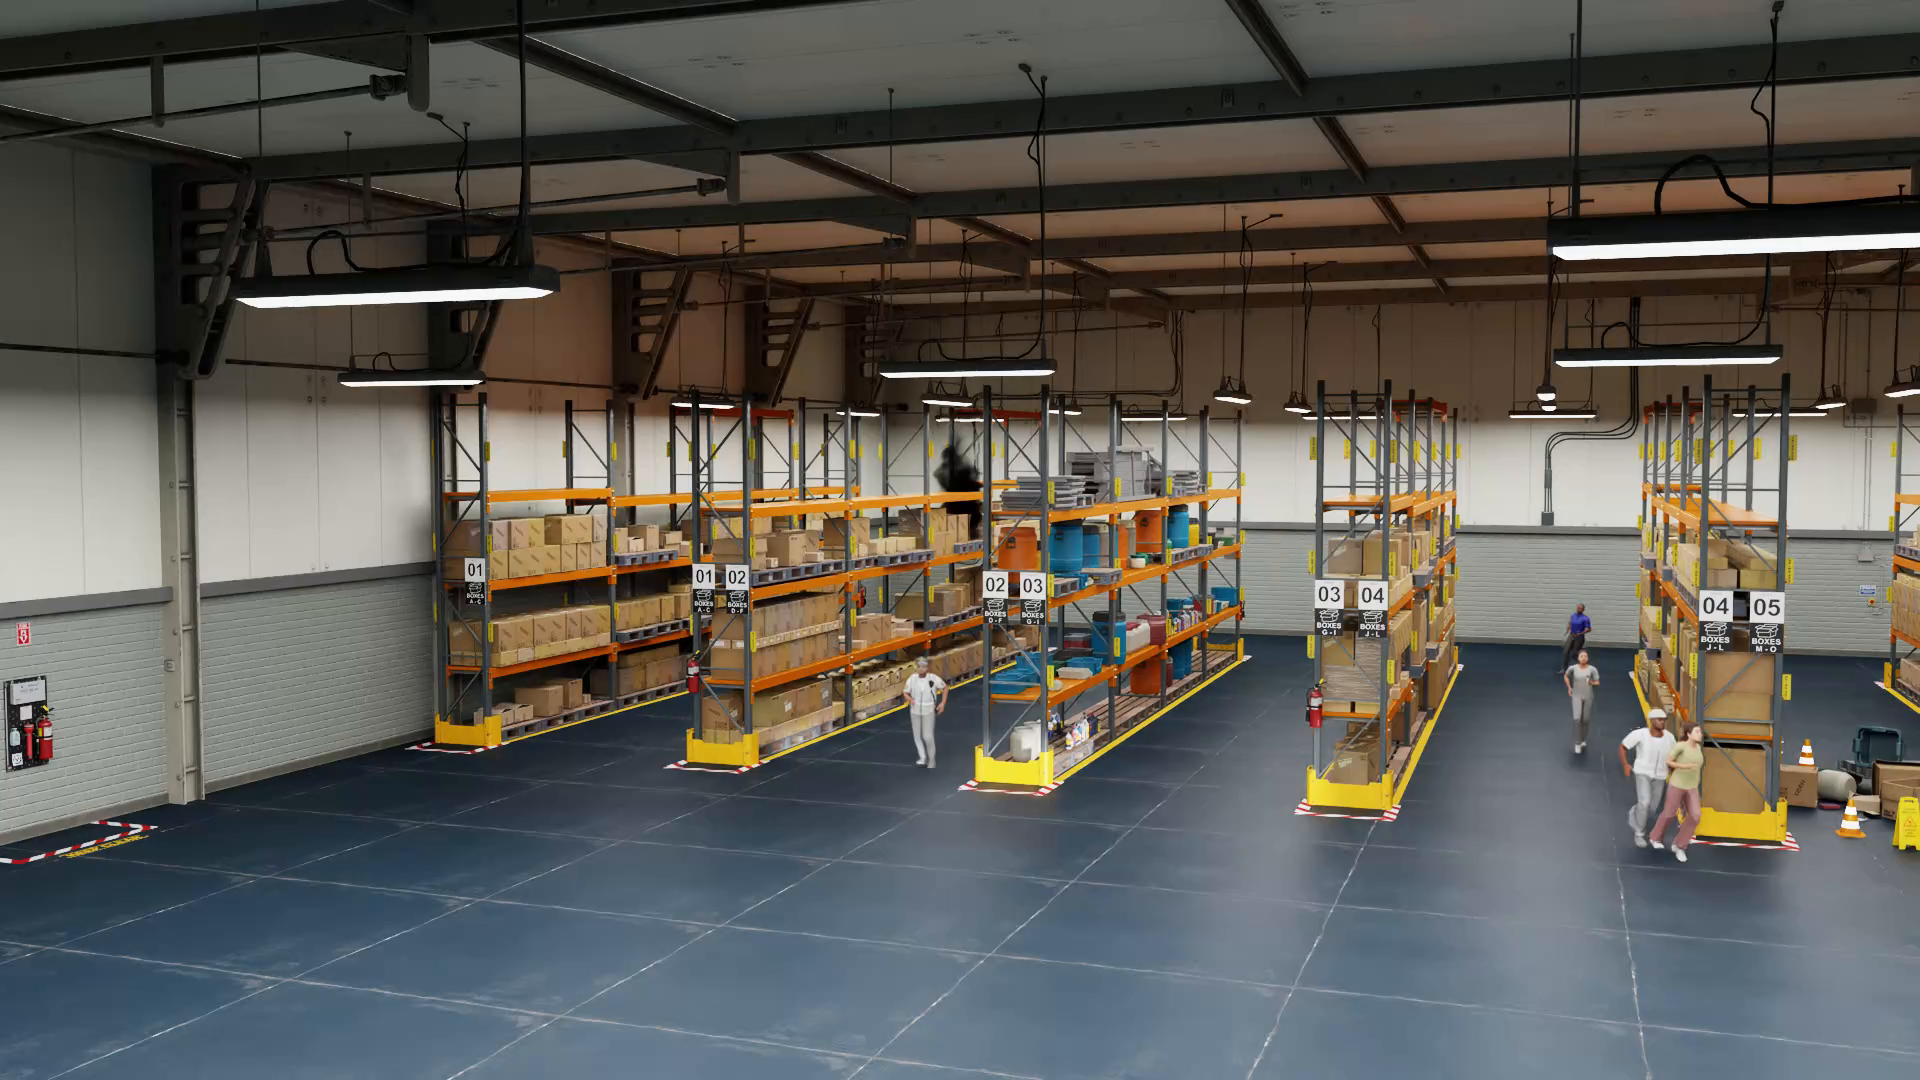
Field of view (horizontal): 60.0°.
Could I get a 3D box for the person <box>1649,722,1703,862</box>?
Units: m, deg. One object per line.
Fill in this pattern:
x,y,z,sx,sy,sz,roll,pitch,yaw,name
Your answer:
8.973,3.087,20.597,0.589,1.687,0.691,0,3,-9,person

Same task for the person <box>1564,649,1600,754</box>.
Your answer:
10.386,2.687,27.762,0.546,1.723,0.712,1,3,15,person

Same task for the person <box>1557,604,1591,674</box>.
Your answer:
13.866,2.218,37.300,0.754,1.604,0.618,-2,4,-36,person

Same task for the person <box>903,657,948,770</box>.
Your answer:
-0.569,2.739,26.189,0.680,1.807,0.697,1,3,11,person

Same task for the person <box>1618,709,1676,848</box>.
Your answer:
8.847,3.019,21.346,0.746,1.735,0.764,0,3,-1,person
